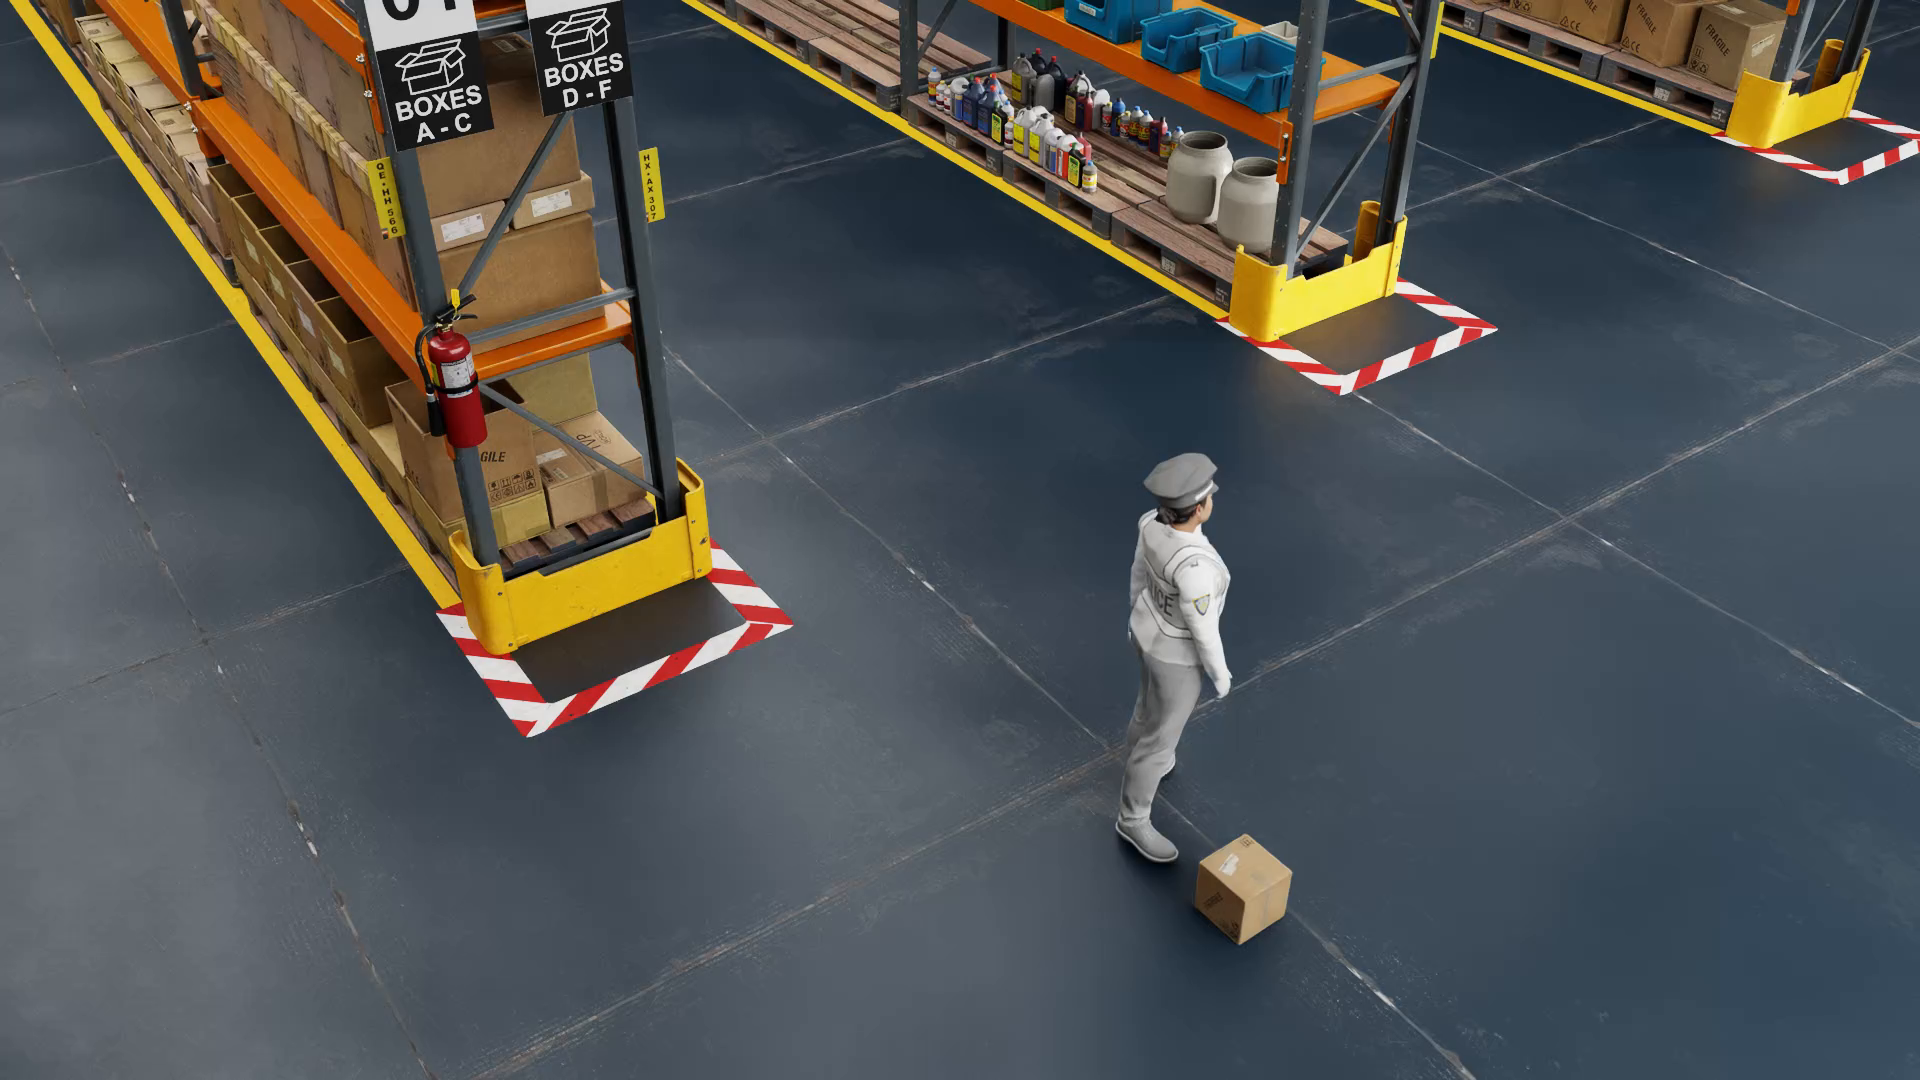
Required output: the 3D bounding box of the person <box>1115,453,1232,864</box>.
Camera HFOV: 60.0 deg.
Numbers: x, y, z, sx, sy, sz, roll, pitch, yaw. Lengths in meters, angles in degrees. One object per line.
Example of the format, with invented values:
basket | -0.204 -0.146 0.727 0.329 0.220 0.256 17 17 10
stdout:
person | 0.806 0.445 6.373 0.421 1.685 0.608 -10 38 -13
